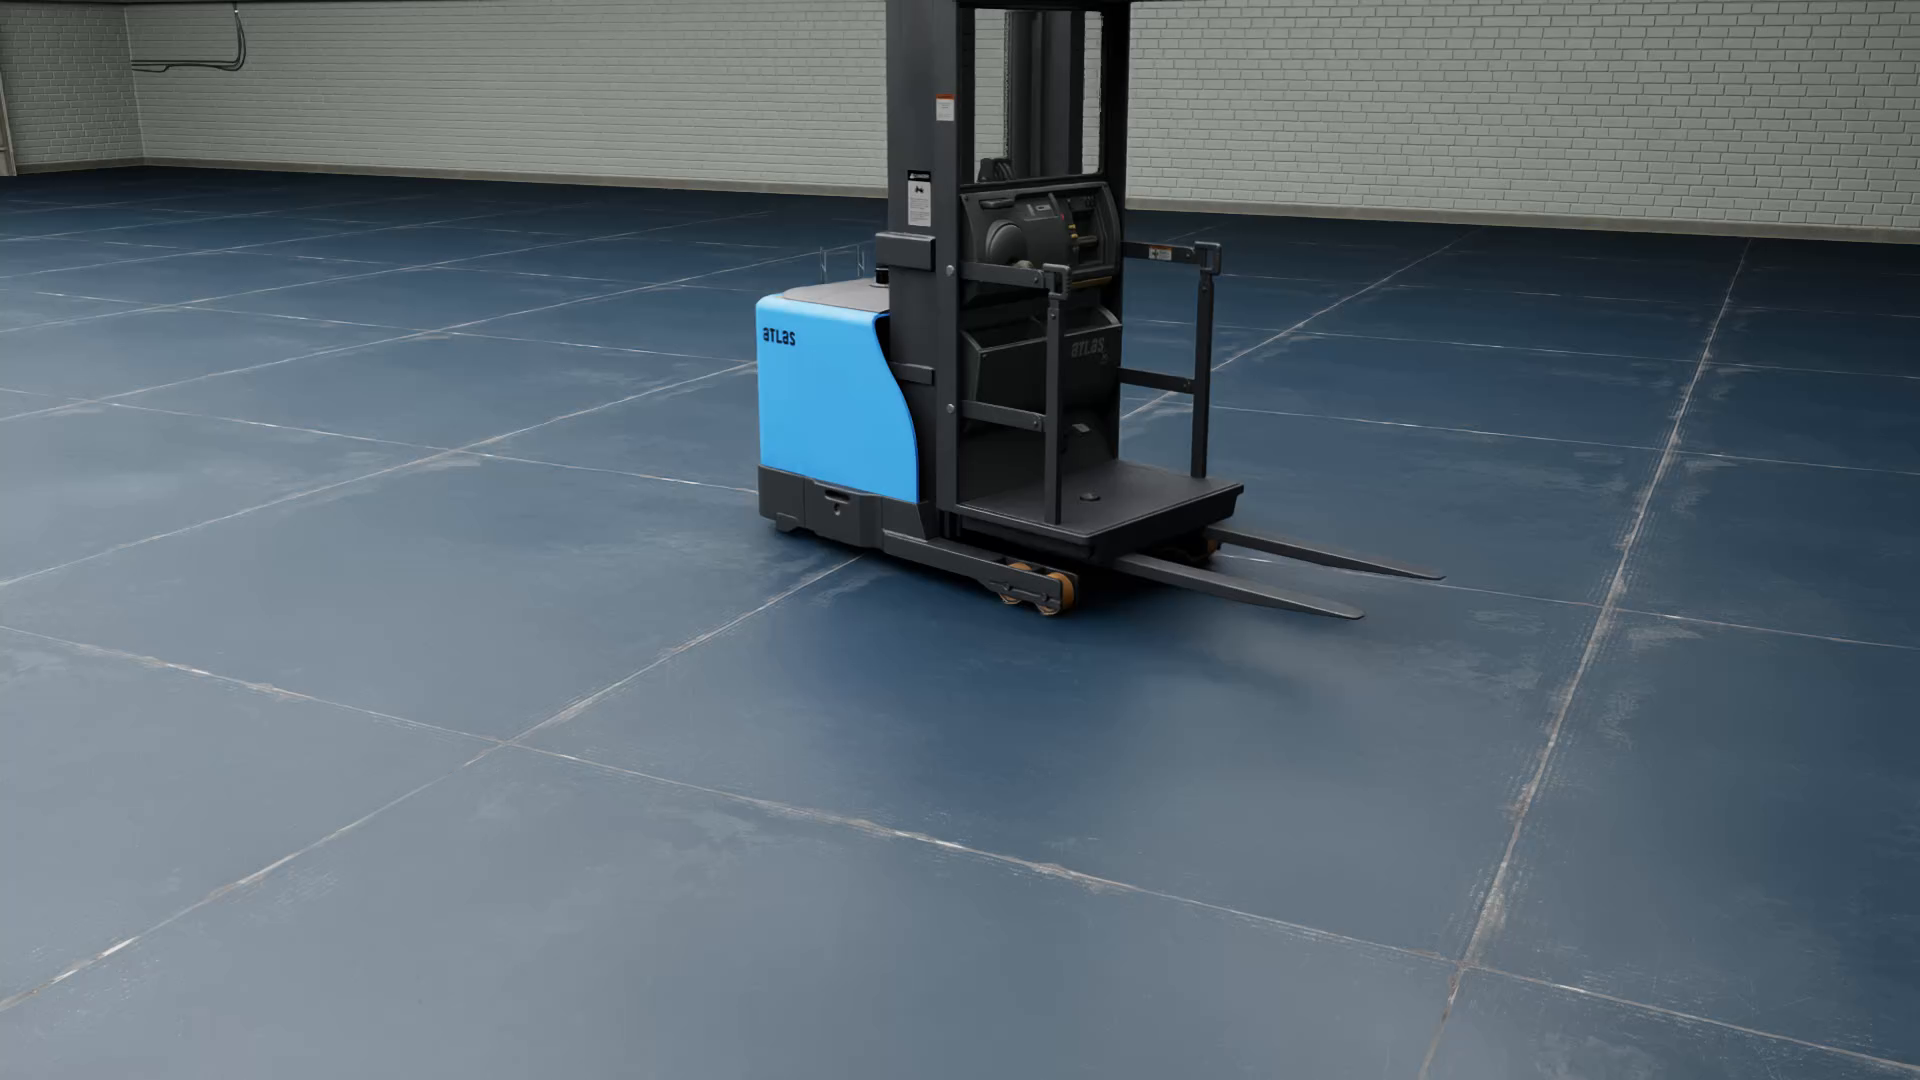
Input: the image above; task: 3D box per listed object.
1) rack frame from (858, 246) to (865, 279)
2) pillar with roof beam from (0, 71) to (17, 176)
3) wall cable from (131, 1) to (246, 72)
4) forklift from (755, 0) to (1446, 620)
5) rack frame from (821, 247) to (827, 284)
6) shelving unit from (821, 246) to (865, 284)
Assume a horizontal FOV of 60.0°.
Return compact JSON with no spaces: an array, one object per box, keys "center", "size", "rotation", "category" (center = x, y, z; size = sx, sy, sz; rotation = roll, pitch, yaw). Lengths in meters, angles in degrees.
[{"center":[-0.474,-0.836,8.228],"size":[0.006,1.200,0.240],"rotation":[-3,17,-9],"category":"rack frame"},{"center":[-12.655,-10.029,25.487],"size":[9.100,9.000,0.400],"rotation":[8,18,25],"category":"pillar with roof beam"},{"center":[-14.007,-9.671,29.733],"size":[3.097,2.526,0.112],"rotation":[8,18,25],"category":"wall cable"},{"center":[0.498,-1.278,6.680],"size":[3.031,2.935,1.130],"rotation":[15,22,40],"category":"forklift"},{"center":[-0.655,-0.827,8.200],"size":[0.006,1.200,0.240],"rotation":[-3,17,-9],"category":"rack frame"},{"center":[-0.564,-0.832,8.214],"size":[0.189,1.200,0.258],"rotation":[-3,17,-9],"category":"shelving unit"}]
